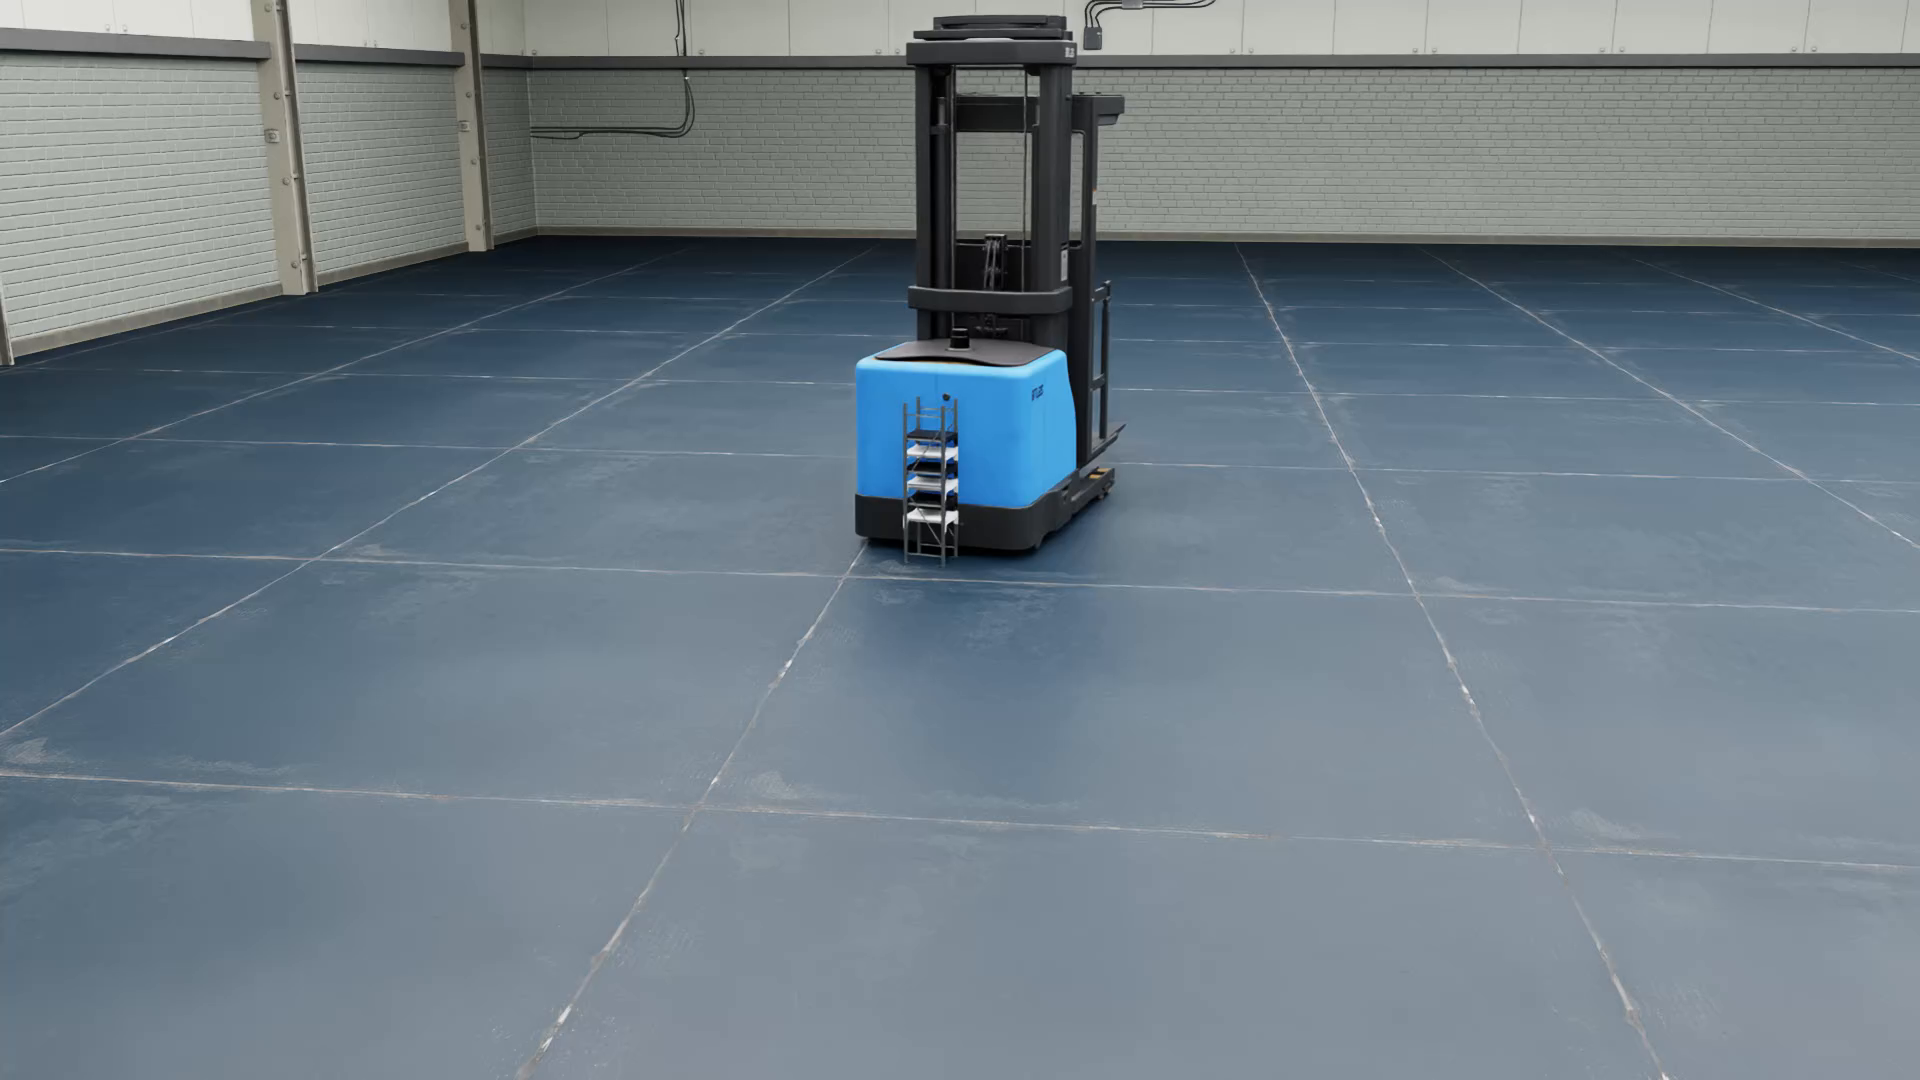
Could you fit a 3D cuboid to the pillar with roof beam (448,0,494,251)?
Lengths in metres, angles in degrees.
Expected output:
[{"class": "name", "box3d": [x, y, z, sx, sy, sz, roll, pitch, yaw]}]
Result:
[{"class": "pillar with roof beam", "box3d": [-3.565, -8.962, 25.565, 9.100, 9.000, 0.400, 2, 15, 6]}]

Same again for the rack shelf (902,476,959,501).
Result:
[{"class": "rack shelf", "box3d": [-0.160, -0.285, 9.121, 0.258, 0.077, 0.200, 5, 16, 19]}]

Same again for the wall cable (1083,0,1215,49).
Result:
[{"class": "wall cable", "box3d": [3.235, -11.172, 27.223, 2.305, 6.003, 0.169, 2, 15, 6]}]

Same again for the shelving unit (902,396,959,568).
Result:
[{"class": "shelving unit", "box3d": [-0.160, -0.317, 9.112, 0.258, 0.900, 0.210, 5, 16, 19]}]

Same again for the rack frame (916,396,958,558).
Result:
[{"class": "rack frame", "box3d": [-0.127, -0.342, 9.205, 0.240, 0.900, 0.006, 5, 16, 19]}]

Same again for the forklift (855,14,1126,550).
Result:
[{"class": "forklift", "box3d": [0.367, -1.699, 10.329, 1.130, 2.935, 3.031, 5, 16, 19]}]

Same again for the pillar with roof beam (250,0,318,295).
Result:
[{"class": "pillar with roof beam", "box3d": [-4.242, -7.406, 19.810, 9.100, 9.000, 0.400, 2, 15, 6]}]

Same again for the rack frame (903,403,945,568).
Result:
[{"class": "rack frame", "box3d": [-0.194, -0.292, 9.019, 0.240, 0.900, 0.006, 5, 16, 19]}]

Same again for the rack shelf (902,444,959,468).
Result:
[{"class": "rack shelf", "box3d": [-0.160, -0.459, 9.074, 0.258, 0.077, 0.200, 5, 16, 19]}]

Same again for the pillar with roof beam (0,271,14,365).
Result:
[{"class": "pillar with roof beam", "box3d": [-4.919, -5.849, 14.055, 9.100, 9.000, 0.400, 2, 15, 6]}]

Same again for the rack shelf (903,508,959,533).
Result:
[{"class": "rack shelf", "box3d": [-0.160, -0.111, 9.168, 0.258, 0.077, 0.200, 5, 16, 19]}]

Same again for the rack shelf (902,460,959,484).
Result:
[{"class": "rack shelf", "box3d": [-0.160, -0.372, 9.097, 0.258, 0.077, 0.200, 5, 16, 19]}]

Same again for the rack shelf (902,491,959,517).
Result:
[{"class": "rack shelf", "box3d": [-0.160, -0.198, 9.144, 0.258, 0.077, 0.200, 5, 16, 19]}]

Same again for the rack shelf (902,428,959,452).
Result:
[{"class": "rack shelf", "box3d": [-0.160, -0.546, 9.050, 0.258, 0.077, 0.200, 5, 16, 19]}]

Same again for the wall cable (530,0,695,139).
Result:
[{"class": "wall cable", "box3d": [-6.196, -8.315, 29.121, 3.097, 2.526, 0.112, 2, 15, 6]}]
